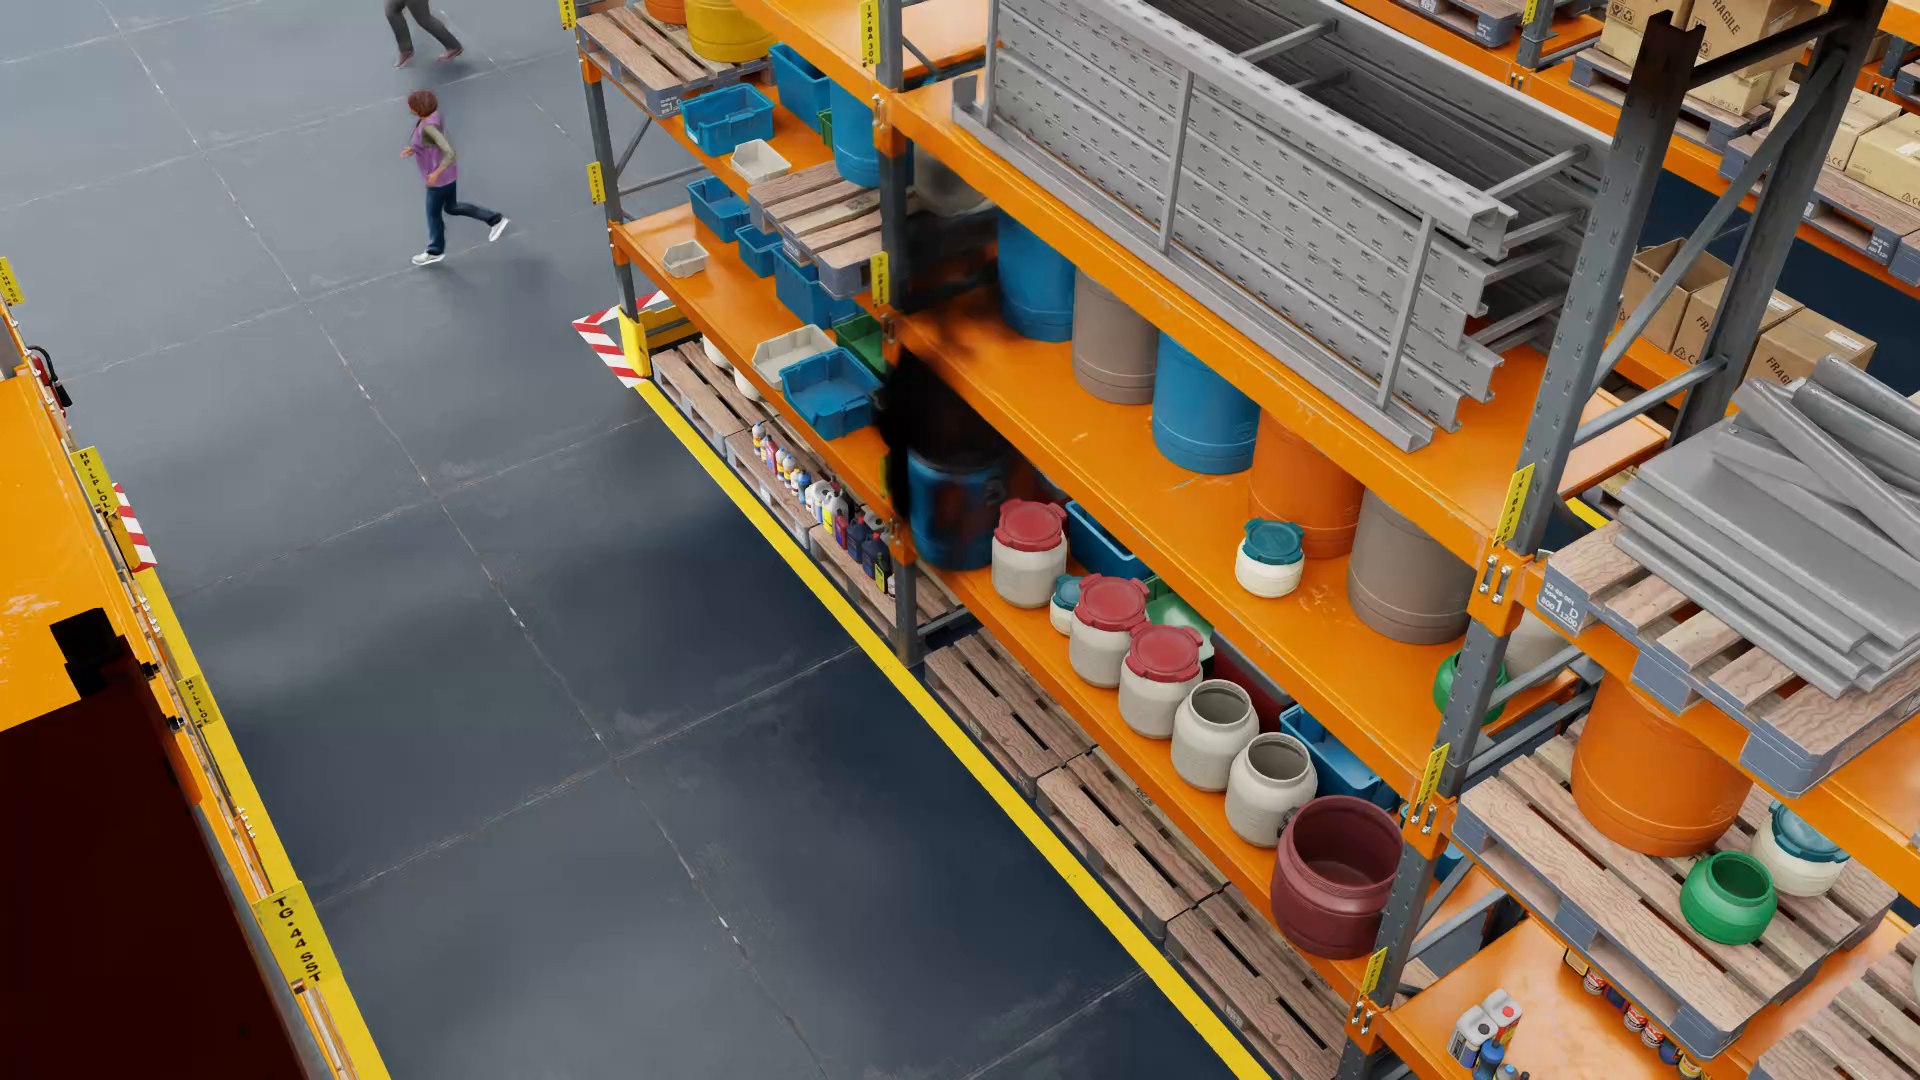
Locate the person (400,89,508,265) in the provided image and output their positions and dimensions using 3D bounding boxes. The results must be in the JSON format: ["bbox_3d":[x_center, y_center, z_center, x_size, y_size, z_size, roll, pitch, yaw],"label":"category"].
[{"bbox_3d":[-4.298,-3.023,13.867,0.865,1.592,0.555,-6,43,-6],"label":"person"}]

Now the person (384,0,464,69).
[{"bbox_3d":[-5.462,-5.450,16.542,0.770,1.616,0.536,-14,44,-14],"label":"person"}]
